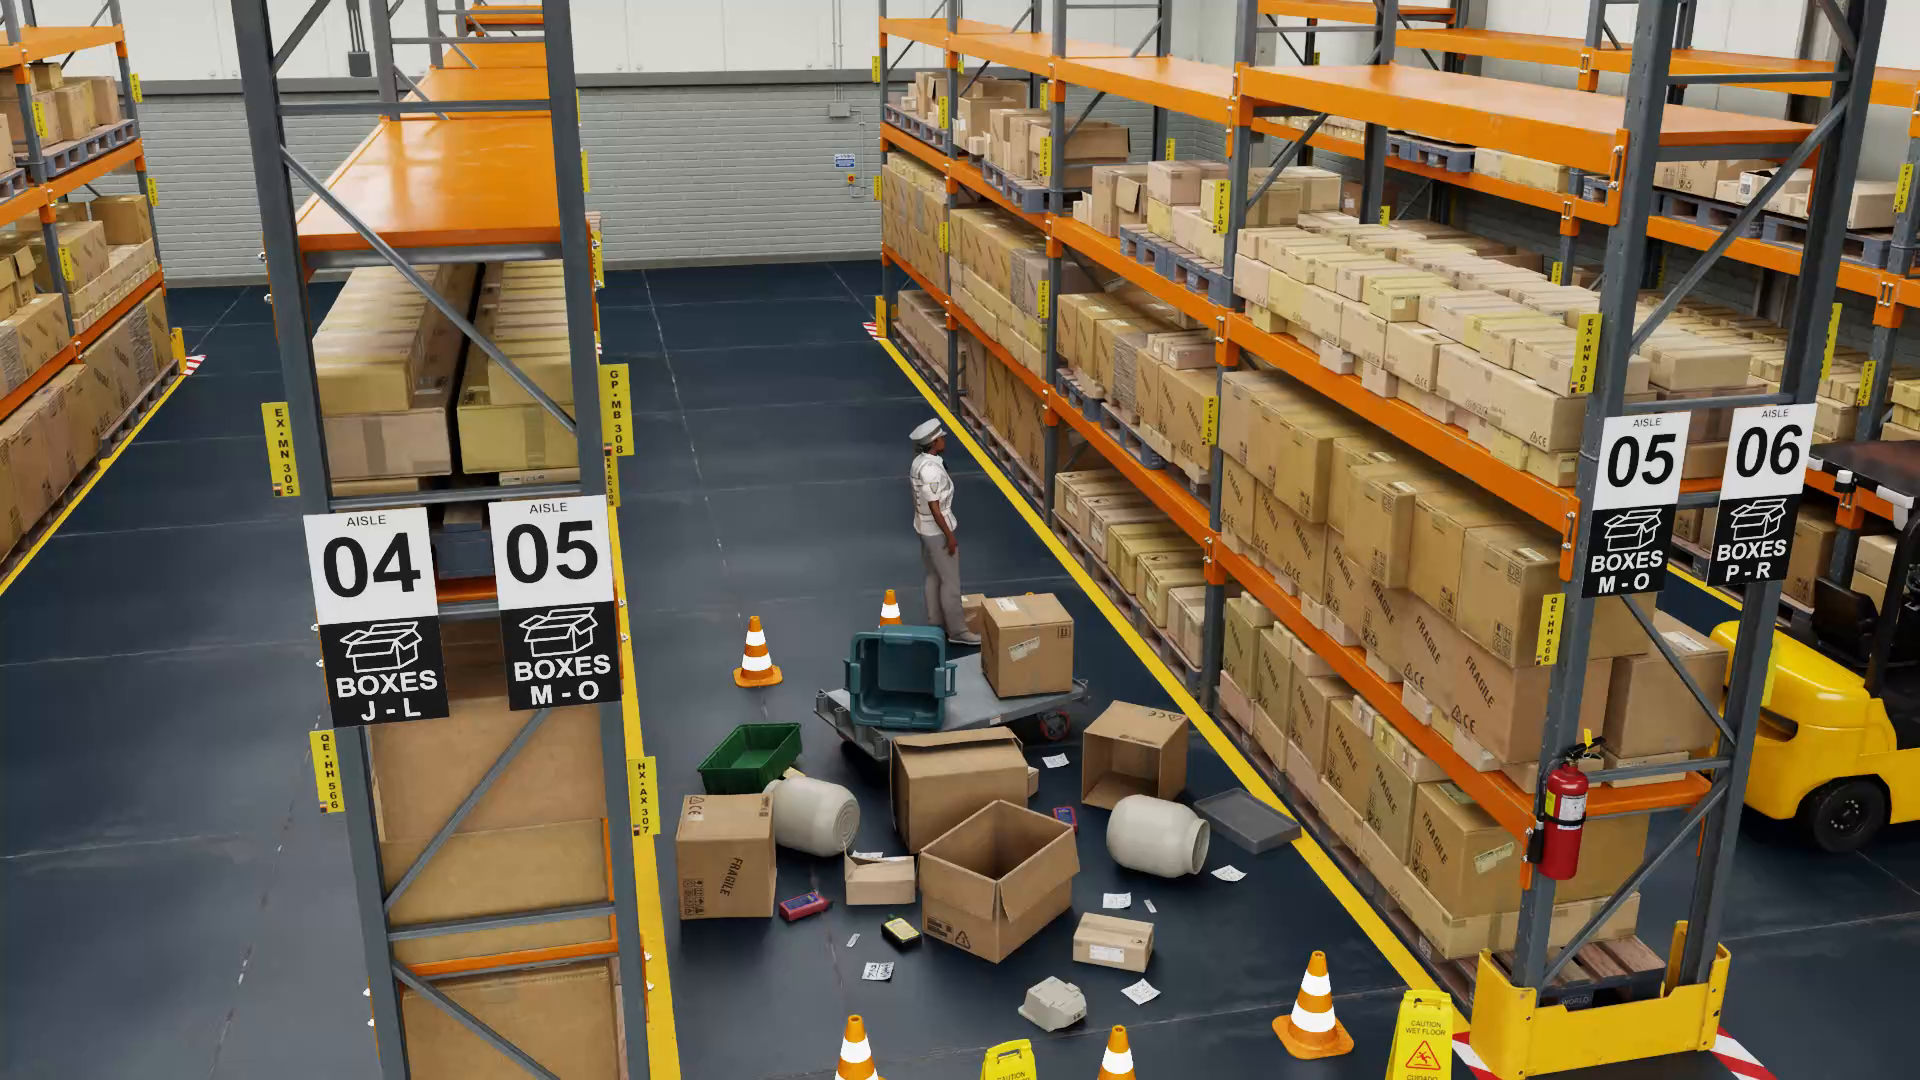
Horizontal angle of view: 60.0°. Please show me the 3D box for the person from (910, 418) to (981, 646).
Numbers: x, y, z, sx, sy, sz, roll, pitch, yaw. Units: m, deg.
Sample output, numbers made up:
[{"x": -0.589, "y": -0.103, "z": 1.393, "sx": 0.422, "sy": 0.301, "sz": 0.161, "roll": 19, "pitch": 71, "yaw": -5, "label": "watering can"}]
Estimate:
[{"x": -0.102, "y": -0.077, "z": 12.484, "sx": 0.528, "sy": 1.697, "sz": 0.570, "roll": -5, "pitch": 20, "yaw": -12, "label": "person"}]
